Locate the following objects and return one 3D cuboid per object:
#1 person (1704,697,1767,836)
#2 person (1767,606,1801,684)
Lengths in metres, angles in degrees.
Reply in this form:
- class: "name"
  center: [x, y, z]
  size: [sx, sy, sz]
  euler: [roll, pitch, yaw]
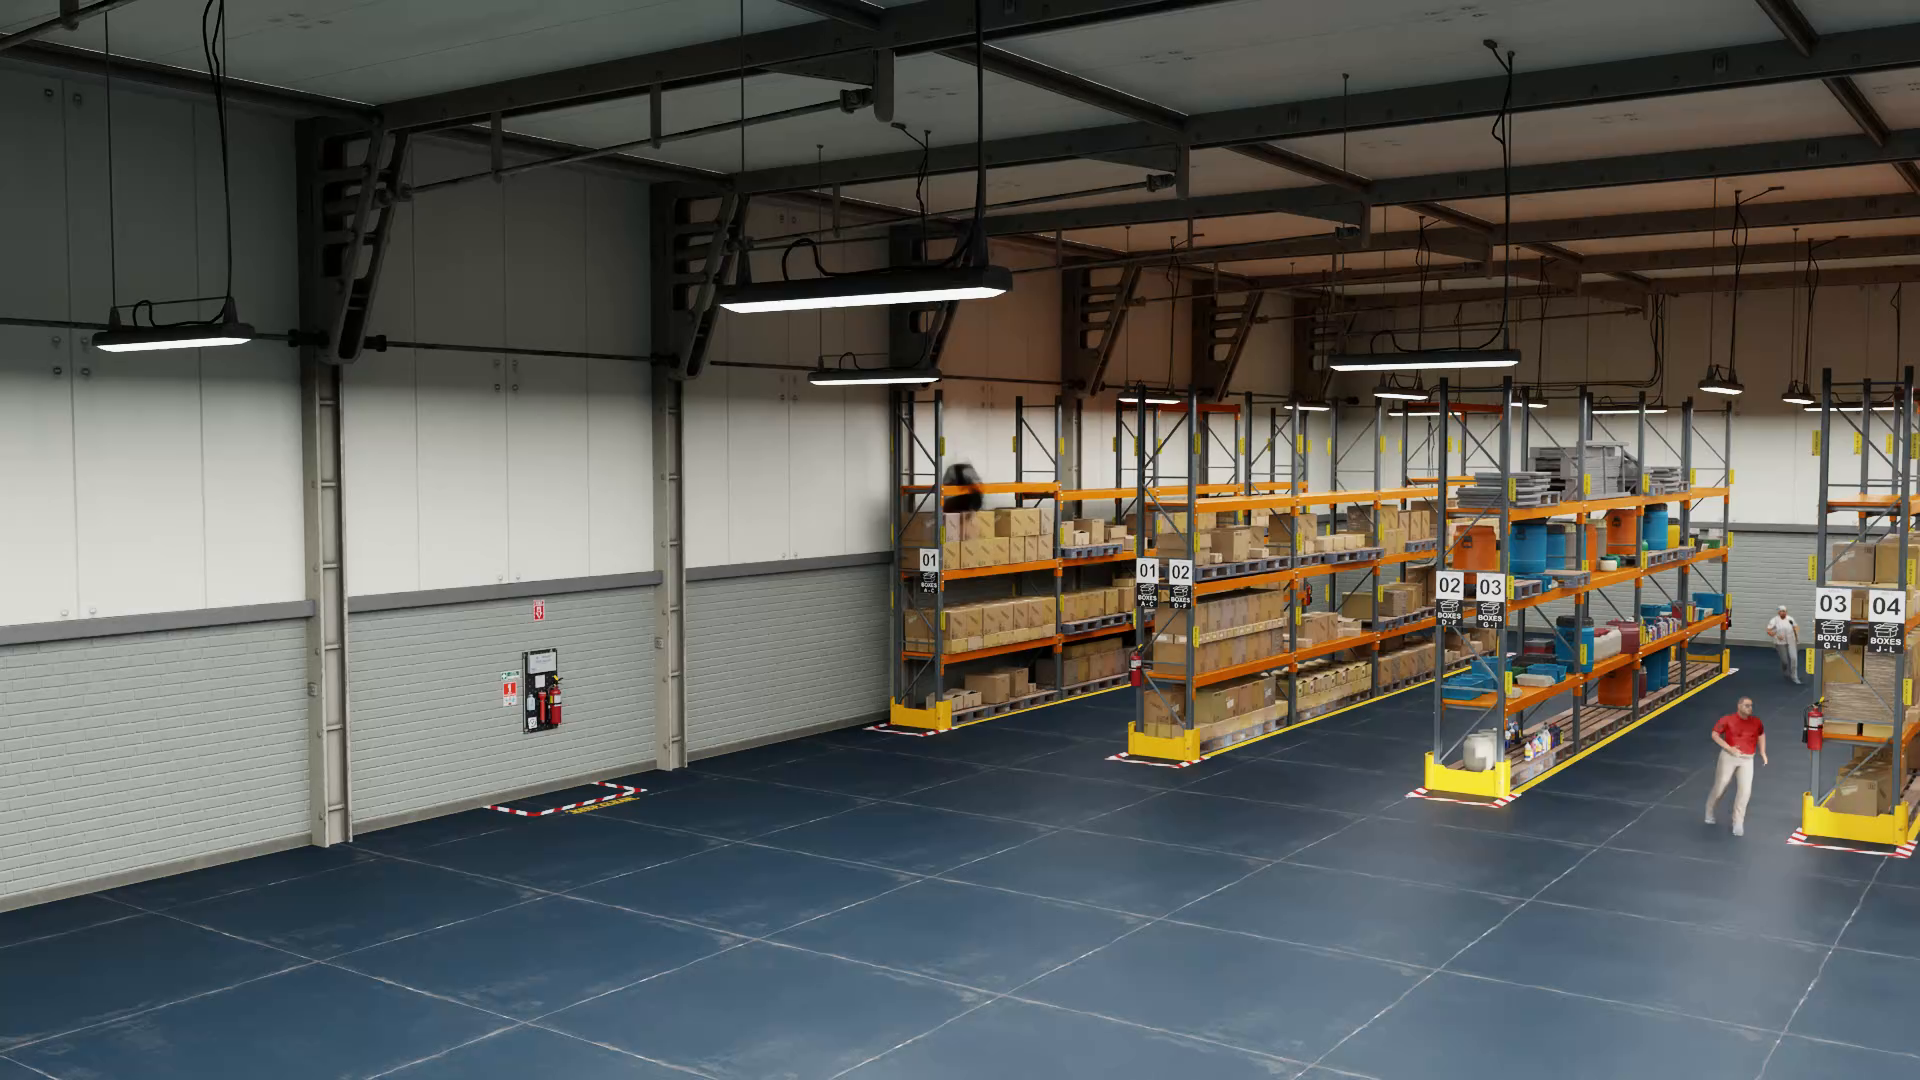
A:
- class: "person"
  center: [10.189, 2.957, 21.729]
  size: [0.723, 1.667, 0.832]
  euler: [0, 3, 6]
- class: "person"
  center: [17.558, 2.200, 35.468]
  size: [0.652, 1.623, 0.840]
  euler: [1, 3, 16]
